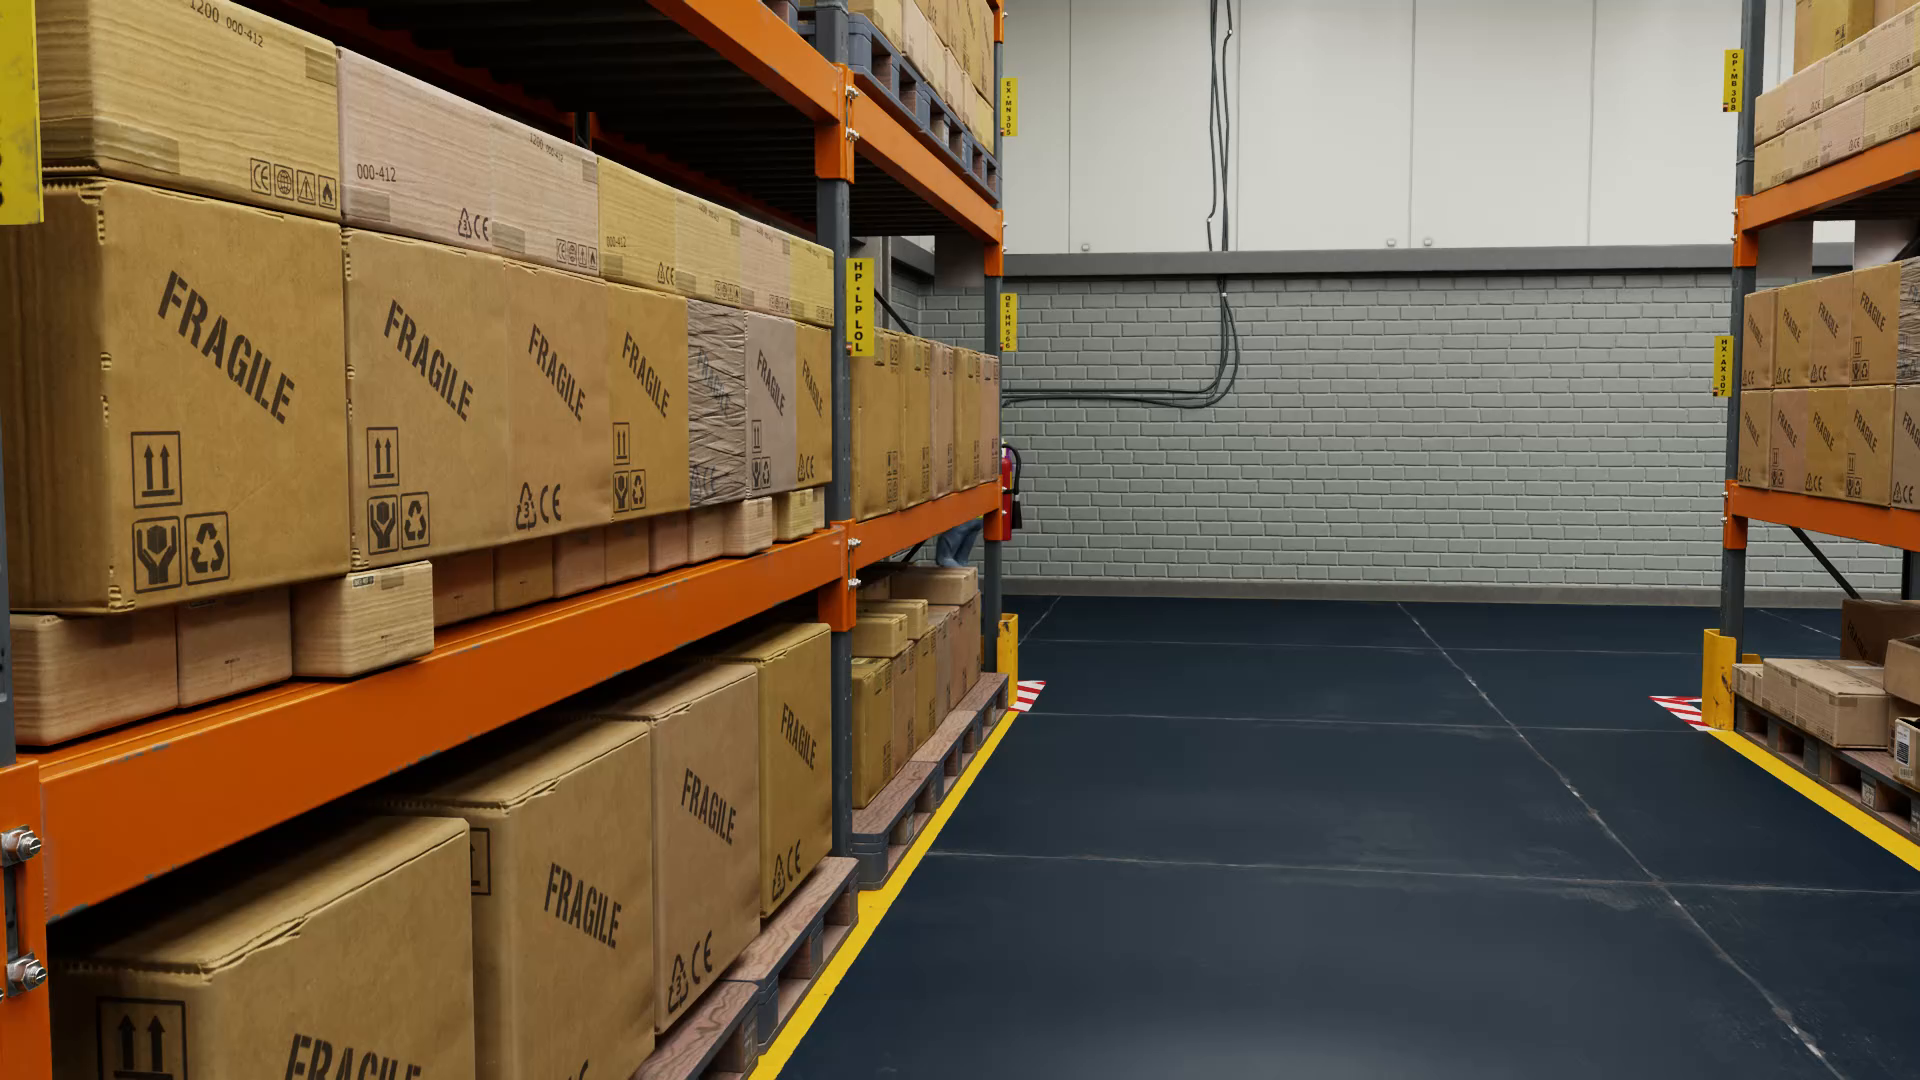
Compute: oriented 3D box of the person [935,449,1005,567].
[{"bbox_3d":[-0.048,-0.214,13.596,0.785,1.719,0.598,4,6,39],"label":"person"}]
